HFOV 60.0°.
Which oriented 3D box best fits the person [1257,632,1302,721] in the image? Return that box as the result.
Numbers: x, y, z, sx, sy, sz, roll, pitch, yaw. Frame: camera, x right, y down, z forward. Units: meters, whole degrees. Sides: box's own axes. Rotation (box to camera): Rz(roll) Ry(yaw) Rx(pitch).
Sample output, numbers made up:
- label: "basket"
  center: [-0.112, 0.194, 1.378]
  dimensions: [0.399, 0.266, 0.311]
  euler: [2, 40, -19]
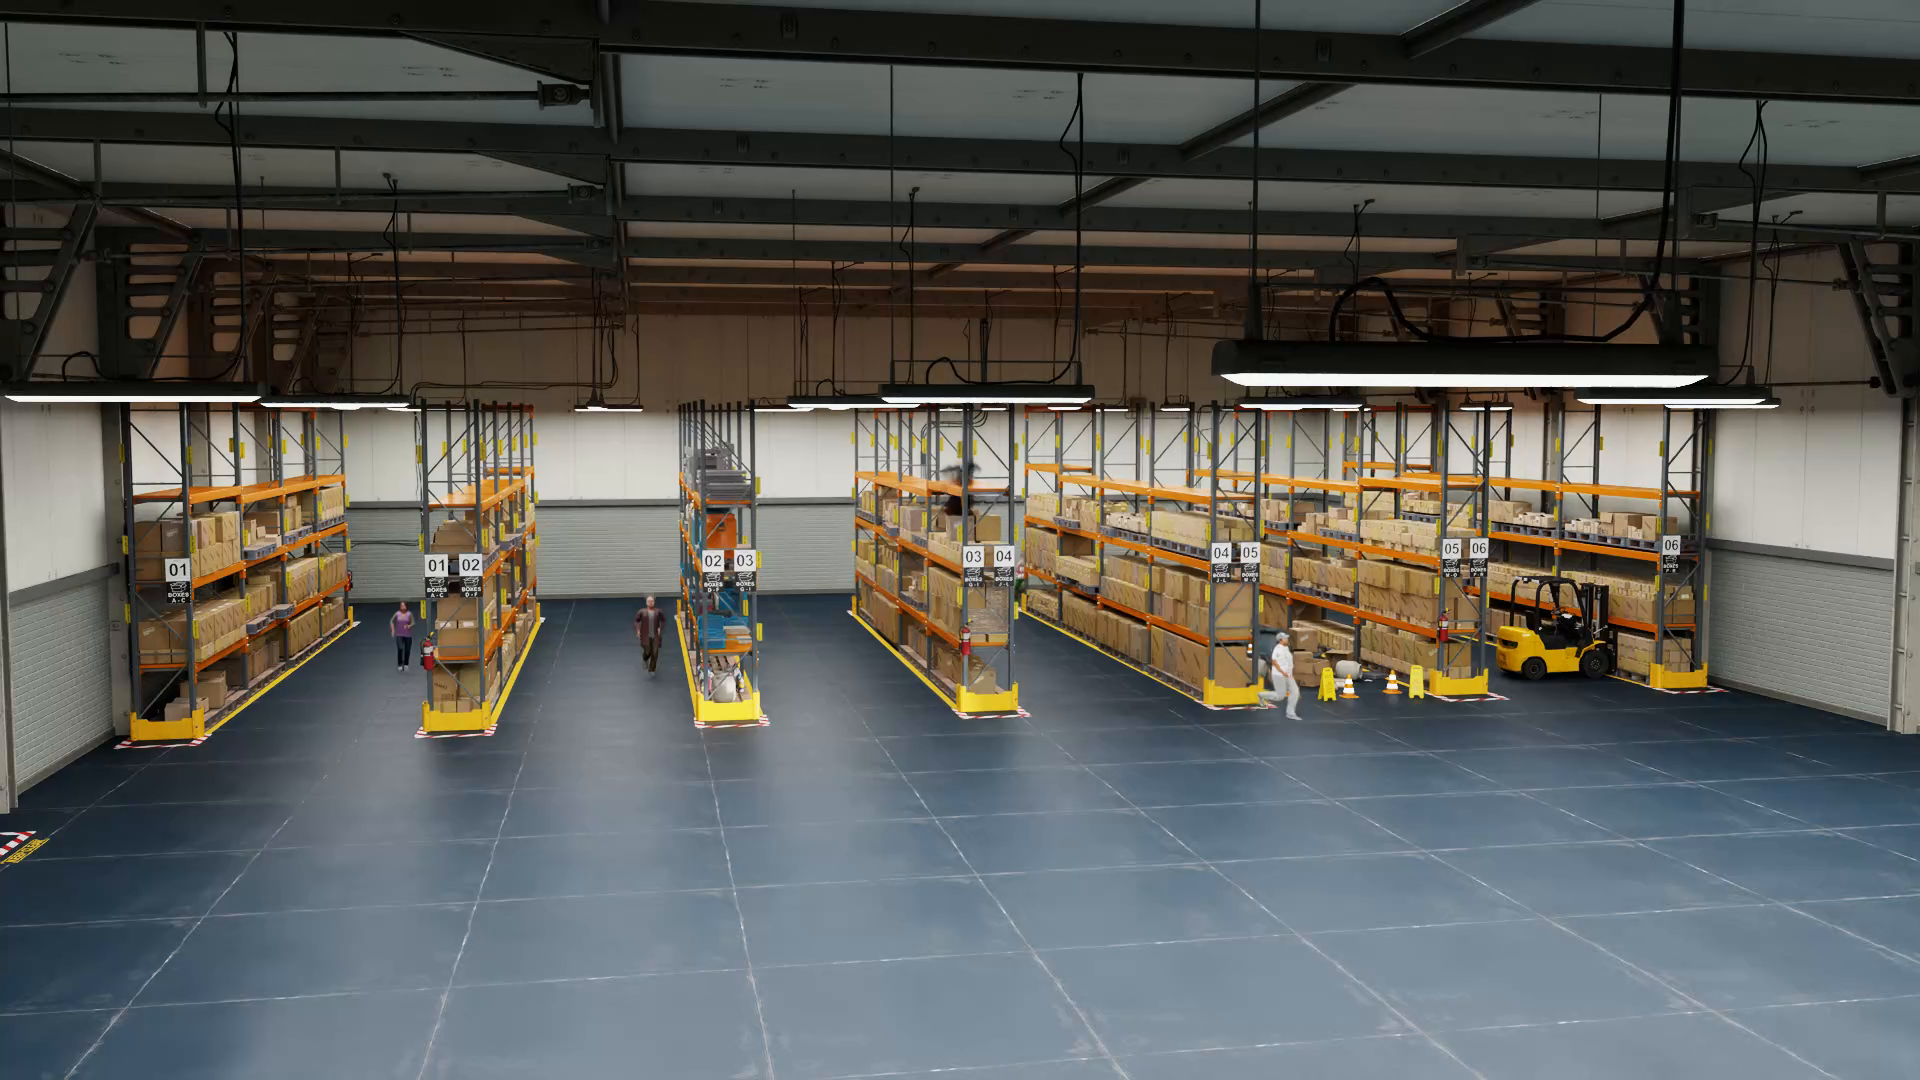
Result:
- label: "person"
  center: [6.004, 2.547, 31.172]
  dimensions: [0.828, 1.643, 0.603]
  euler: [3, 5, 32]

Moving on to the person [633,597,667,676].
- label: "person"
  center: [-6.787, 2.112, 36.485]
  dimensions: [0.714, 1.734, 0.634]
  euler: [-1, 5, -17]

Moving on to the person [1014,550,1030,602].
- label: "person"
  center: [1.779, 1.107, 49.871]
  dimensions: [0.697, 1.702, 0.728]
  euler: [0, 4, 4]

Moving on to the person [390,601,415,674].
- label: "person"
  center: [-12.307, 2.150, 36.762]
  dimensions: [0.510, 1.607, 0.676]
  euler: [-2, 5, -22]
